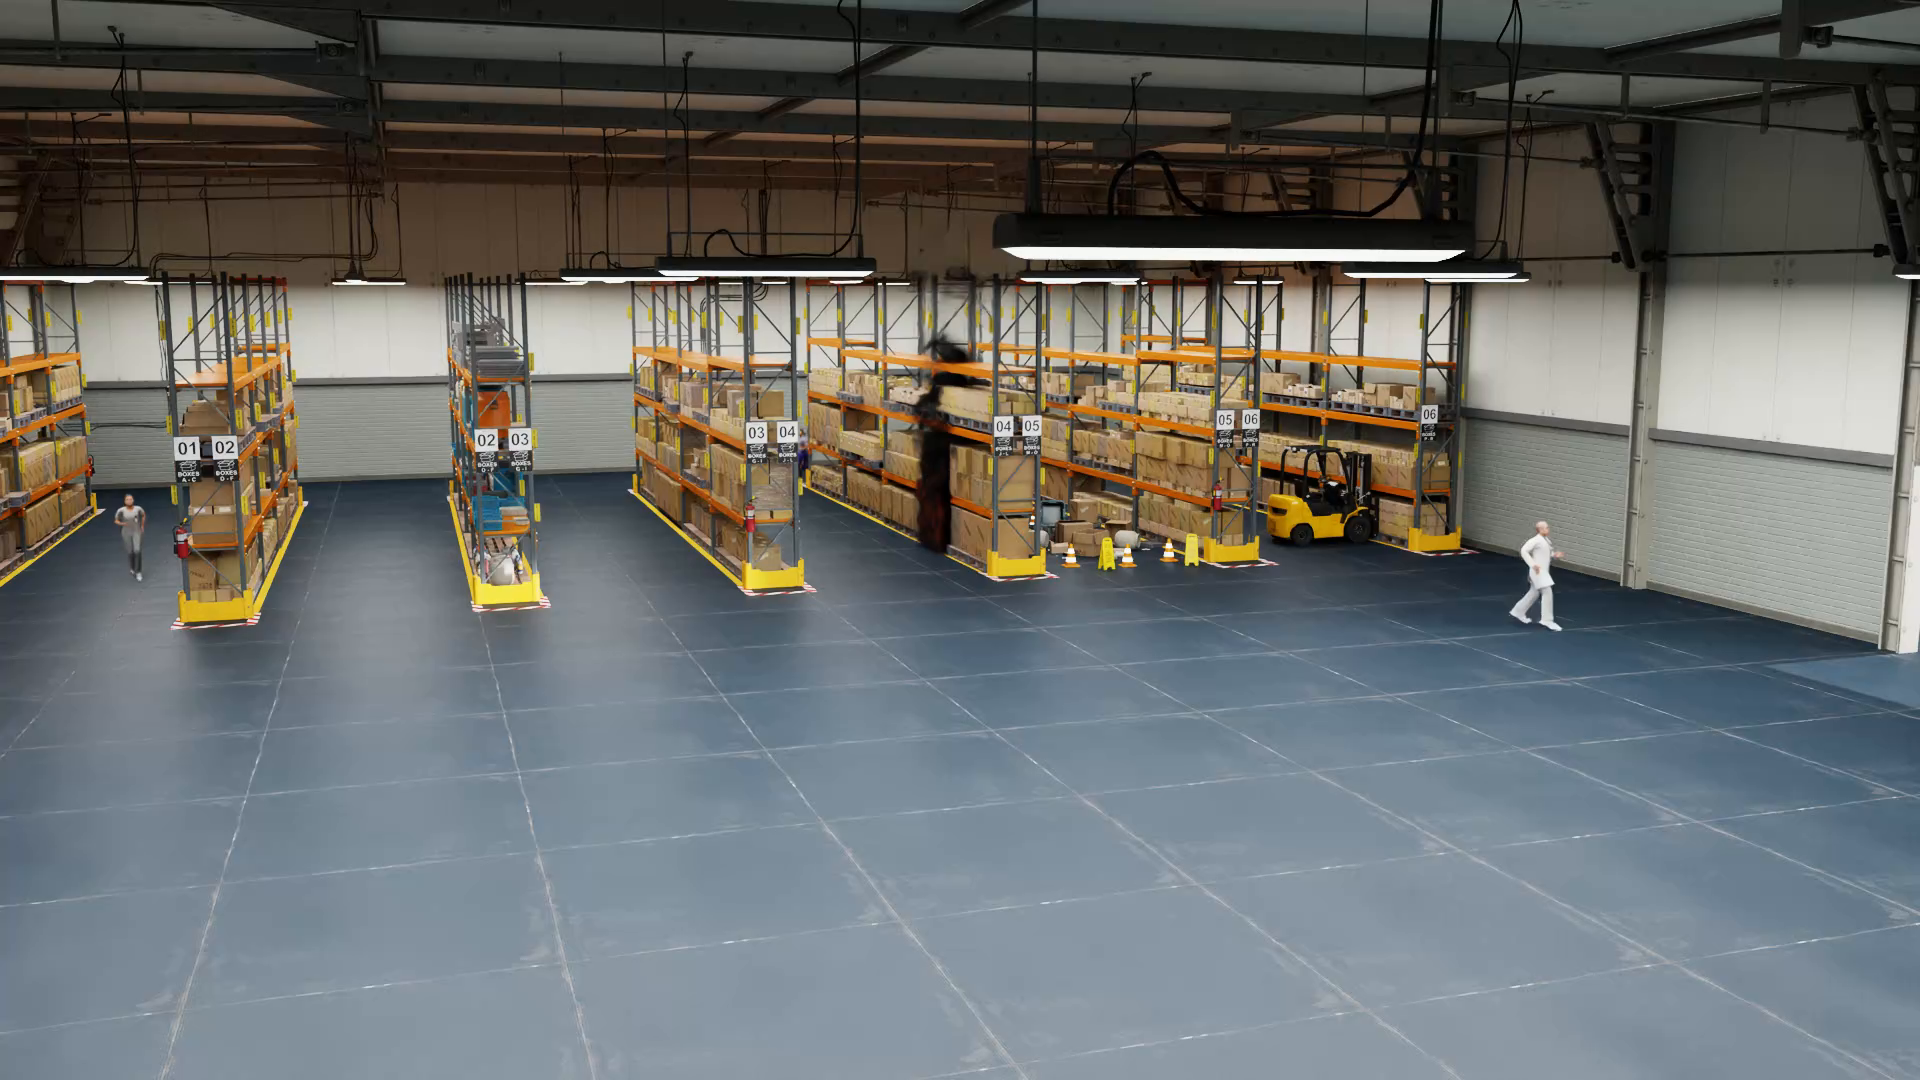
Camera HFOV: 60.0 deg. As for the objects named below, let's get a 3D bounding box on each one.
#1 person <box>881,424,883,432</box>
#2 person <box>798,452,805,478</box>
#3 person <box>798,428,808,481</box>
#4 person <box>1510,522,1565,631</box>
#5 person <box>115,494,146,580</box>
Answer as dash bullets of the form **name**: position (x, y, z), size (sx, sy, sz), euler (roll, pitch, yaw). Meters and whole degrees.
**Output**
- **person**: position (-2.279, -2.448, 48.345), size (0.631, 1.838, 0.720), euler (-3, 9, -21)
- **person**: position (-4.467, -1.821, 44.791), size (0.586, 1.604, 0.742), euler (-3, 9, -19)
- **person**: position (-4.649, -2.463, 49.153), size (0.800, 1.671, 0.604), euler (-7, 11, -41)
- **person**: position (9.816, 0.589, 28.214), size (0.893, 1.823, 0.699), euler (5, 10, 29)
- **person**: position (-16.477, -0.067, 33.061), size (0.550, 1.724, 0.763), euler (-4, 9, -24)
